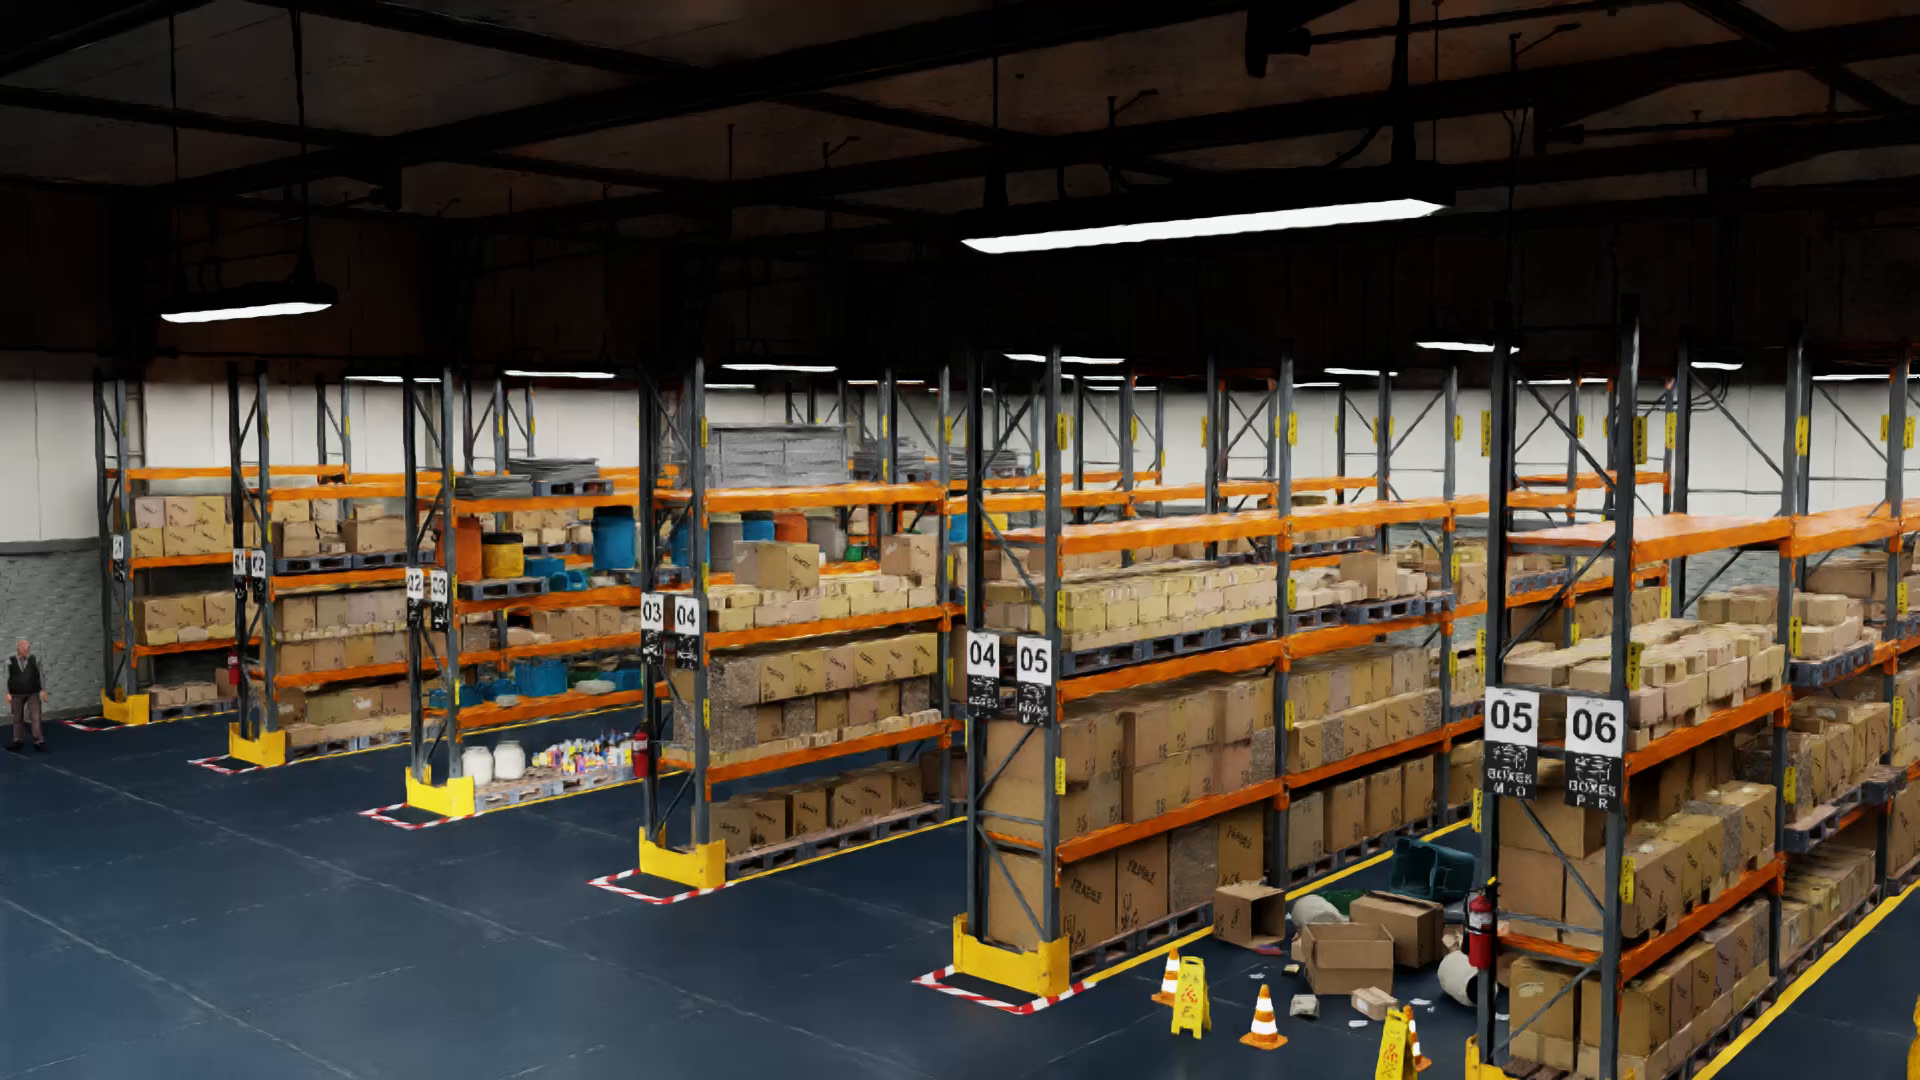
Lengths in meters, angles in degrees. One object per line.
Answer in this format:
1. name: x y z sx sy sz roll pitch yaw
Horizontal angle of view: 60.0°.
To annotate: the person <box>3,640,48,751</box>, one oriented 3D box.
1. person: -14.513 2.401 25.786 0.617 1.726 0.464 -2 5 -24
